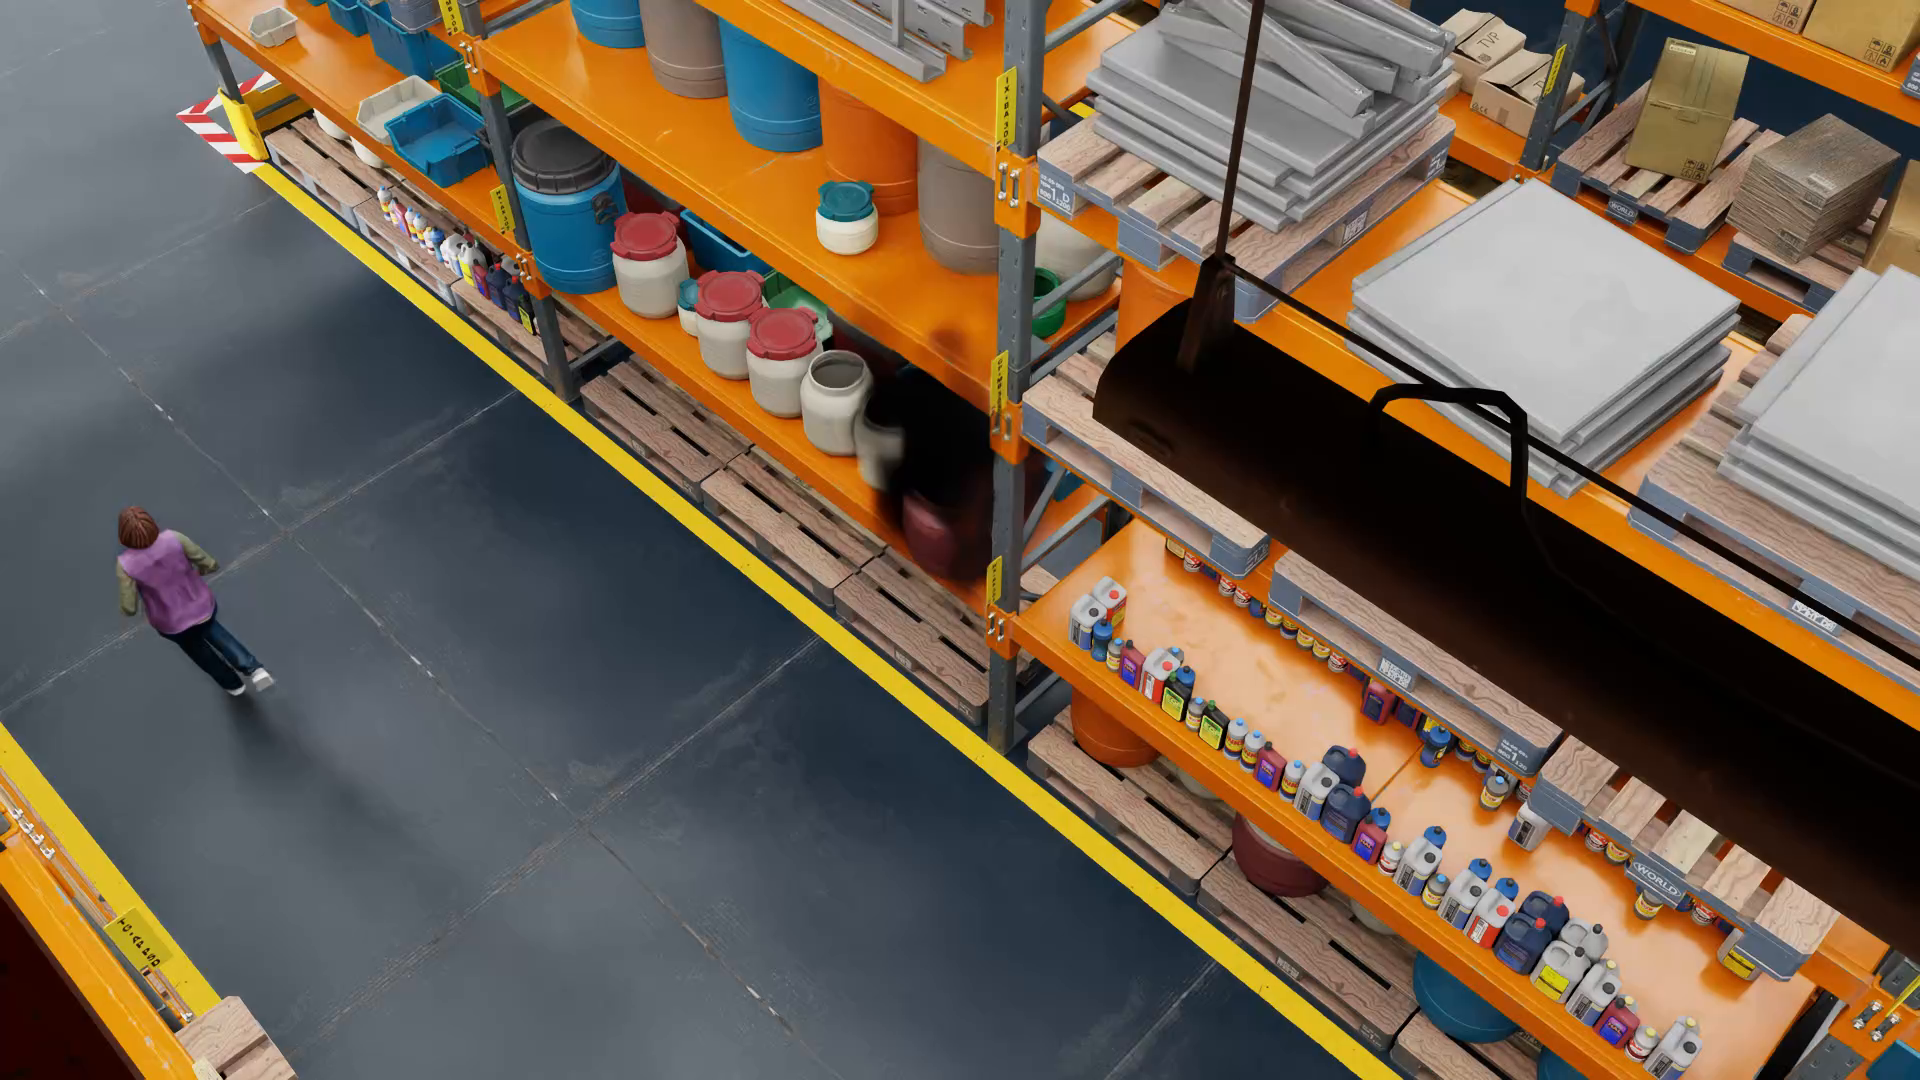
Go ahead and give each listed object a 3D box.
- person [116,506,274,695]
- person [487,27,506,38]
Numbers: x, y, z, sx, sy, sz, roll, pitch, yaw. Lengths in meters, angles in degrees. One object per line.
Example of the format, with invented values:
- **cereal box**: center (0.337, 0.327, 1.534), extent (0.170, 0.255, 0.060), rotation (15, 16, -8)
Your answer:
- **person**: center (-4.184, 0.404, 8.990), extent (0.591, 1.573, 0.533), rotation (37, 59, 27)
- **person**: center (-3.631, -4.313, 12.882), extent (0.723, 1.748, 0.913), rotation (-36, 59, -26)
